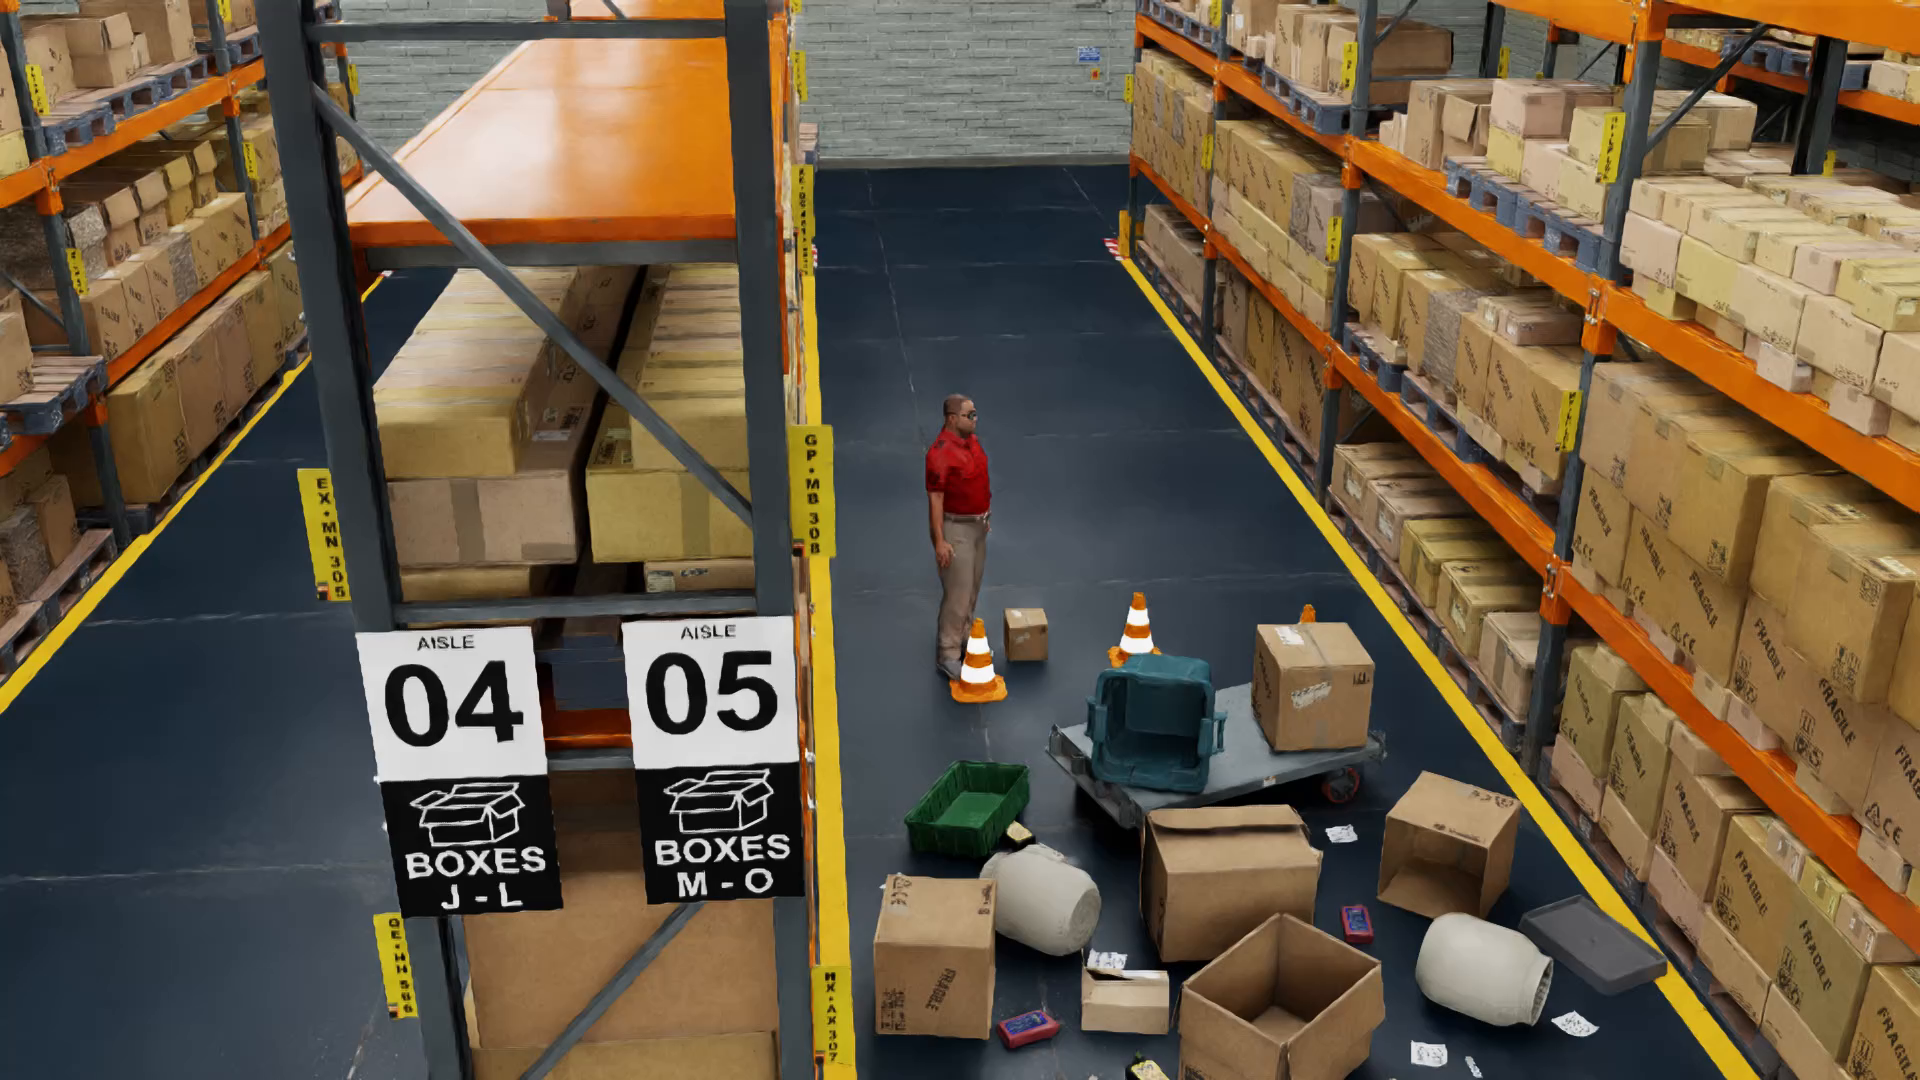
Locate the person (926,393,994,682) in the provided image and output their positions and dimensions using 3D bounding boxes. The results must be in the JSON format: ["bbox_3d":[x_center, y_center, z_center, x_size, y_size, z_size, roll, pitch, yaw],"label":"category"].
[{"bbox_3d":[0.024,-0.048,10.203,0.406,1.726,0.680,10,25,21],"label":"person"}]
